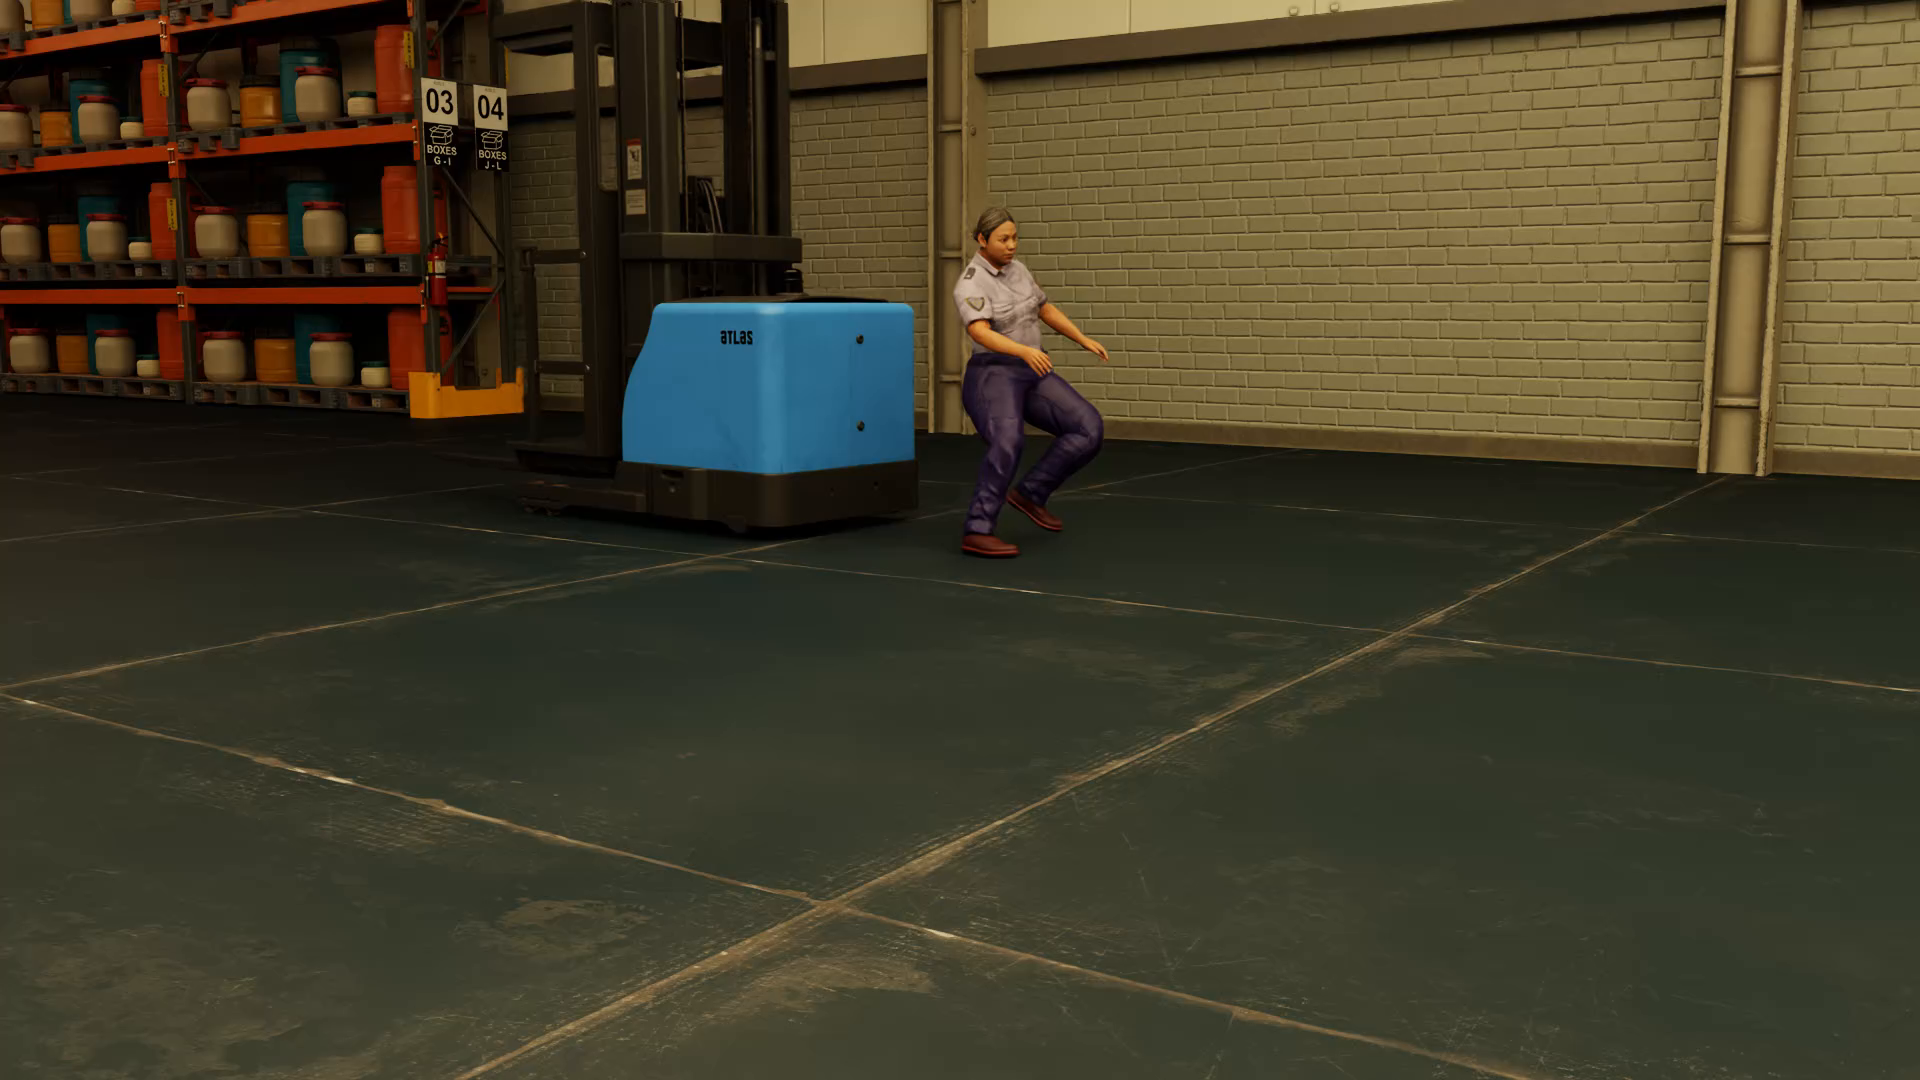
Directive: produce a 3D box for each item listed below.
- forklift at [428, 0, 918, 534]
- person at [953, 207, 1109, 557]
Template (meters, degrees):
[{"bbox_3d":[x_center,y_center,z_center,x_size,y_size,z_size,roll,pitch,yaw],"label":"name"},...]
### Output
[{"bbox_3d":[-1.662,-1.624,8.610,3.031,2.935,1.130,7,10,39],"label":"forklift"},{"bbox_3d":[0.302,-0.712,7.347,0.671,1.474,0.826,8,11,43],"label":"person"}]
